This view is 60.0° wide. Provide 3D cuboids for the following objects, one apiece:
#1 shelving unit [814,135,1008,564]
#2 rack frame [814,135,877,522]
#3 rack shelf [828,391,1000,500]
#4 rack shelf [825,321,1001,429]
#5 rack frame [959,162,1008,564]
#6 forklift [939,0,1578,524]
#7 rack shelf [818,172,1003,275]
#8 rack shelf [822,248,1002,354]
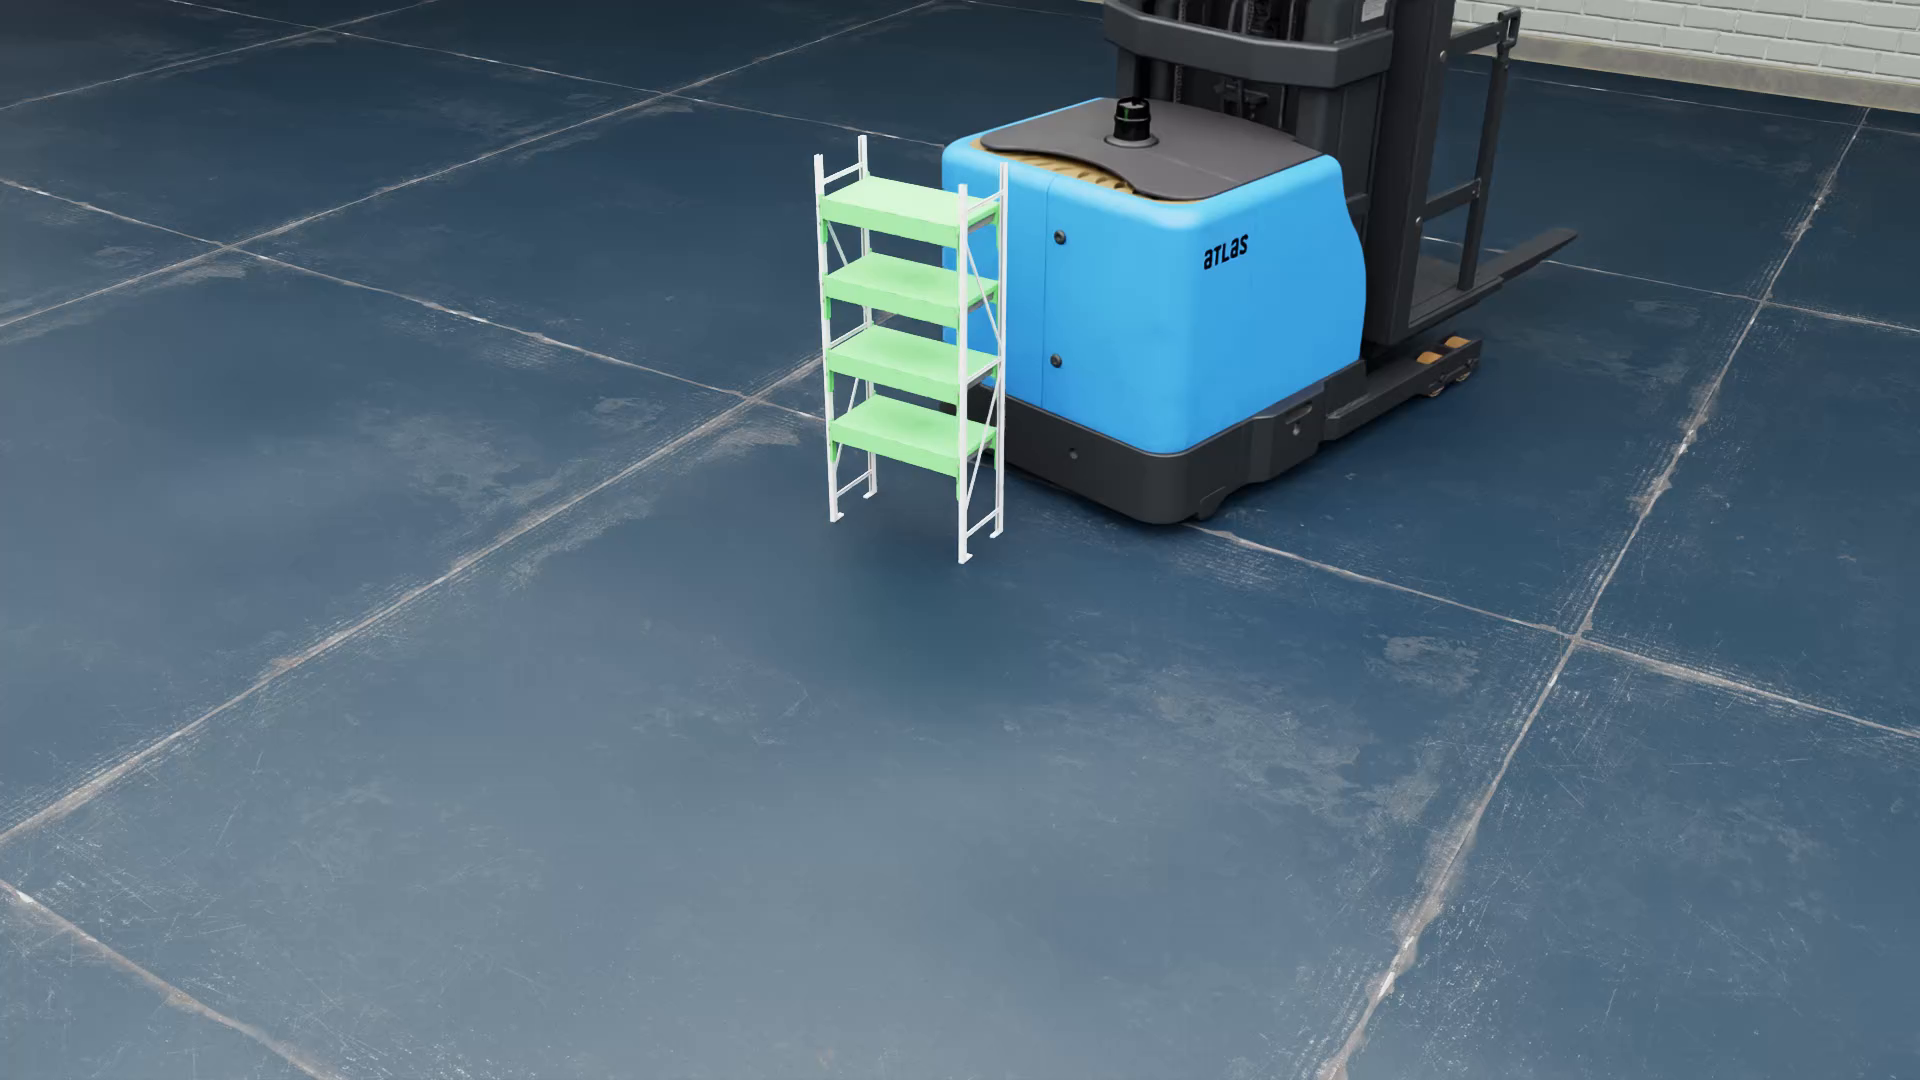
[{"bbox_3d":[-0.140,-0.563,5.024,0.503,1.200,0.258,18,35,27],"label":"shelving unit"},{"bbox_3d":[-0.347,-0.628,5.136,0.015,1.200,0.240,18,35,27],"label":"rack frame"},{"bbox_3d":[-0.140,-0.300,5.177,0.480,0.148,0.258,18,35,27],"label":"rack shelf"},{"bbox_3d":[-0.140,-0.507,5.056,0.480,0.148,0.258,18,35,27],"label":"rack shelf"},{"bbox_3d":[0.066,-0.497,4.912,0.015,1.200,0.240,18,35,27],"label":"rack frame"},{"bbox_3d":[1.320,-1.958,5.698,1.130,2.935,3.031,26,39,37],"label":"forklift"},{"bbox_3d":[-0.140,-0.922,4.814,0.480,0.148,0.258,18,35,27],"label":"rack shelf"},{"bbox_3d":[-0.140,-0.715,4.935,0.480,0.148,0.258,18,35,27],"label":"rack shelf"}]
